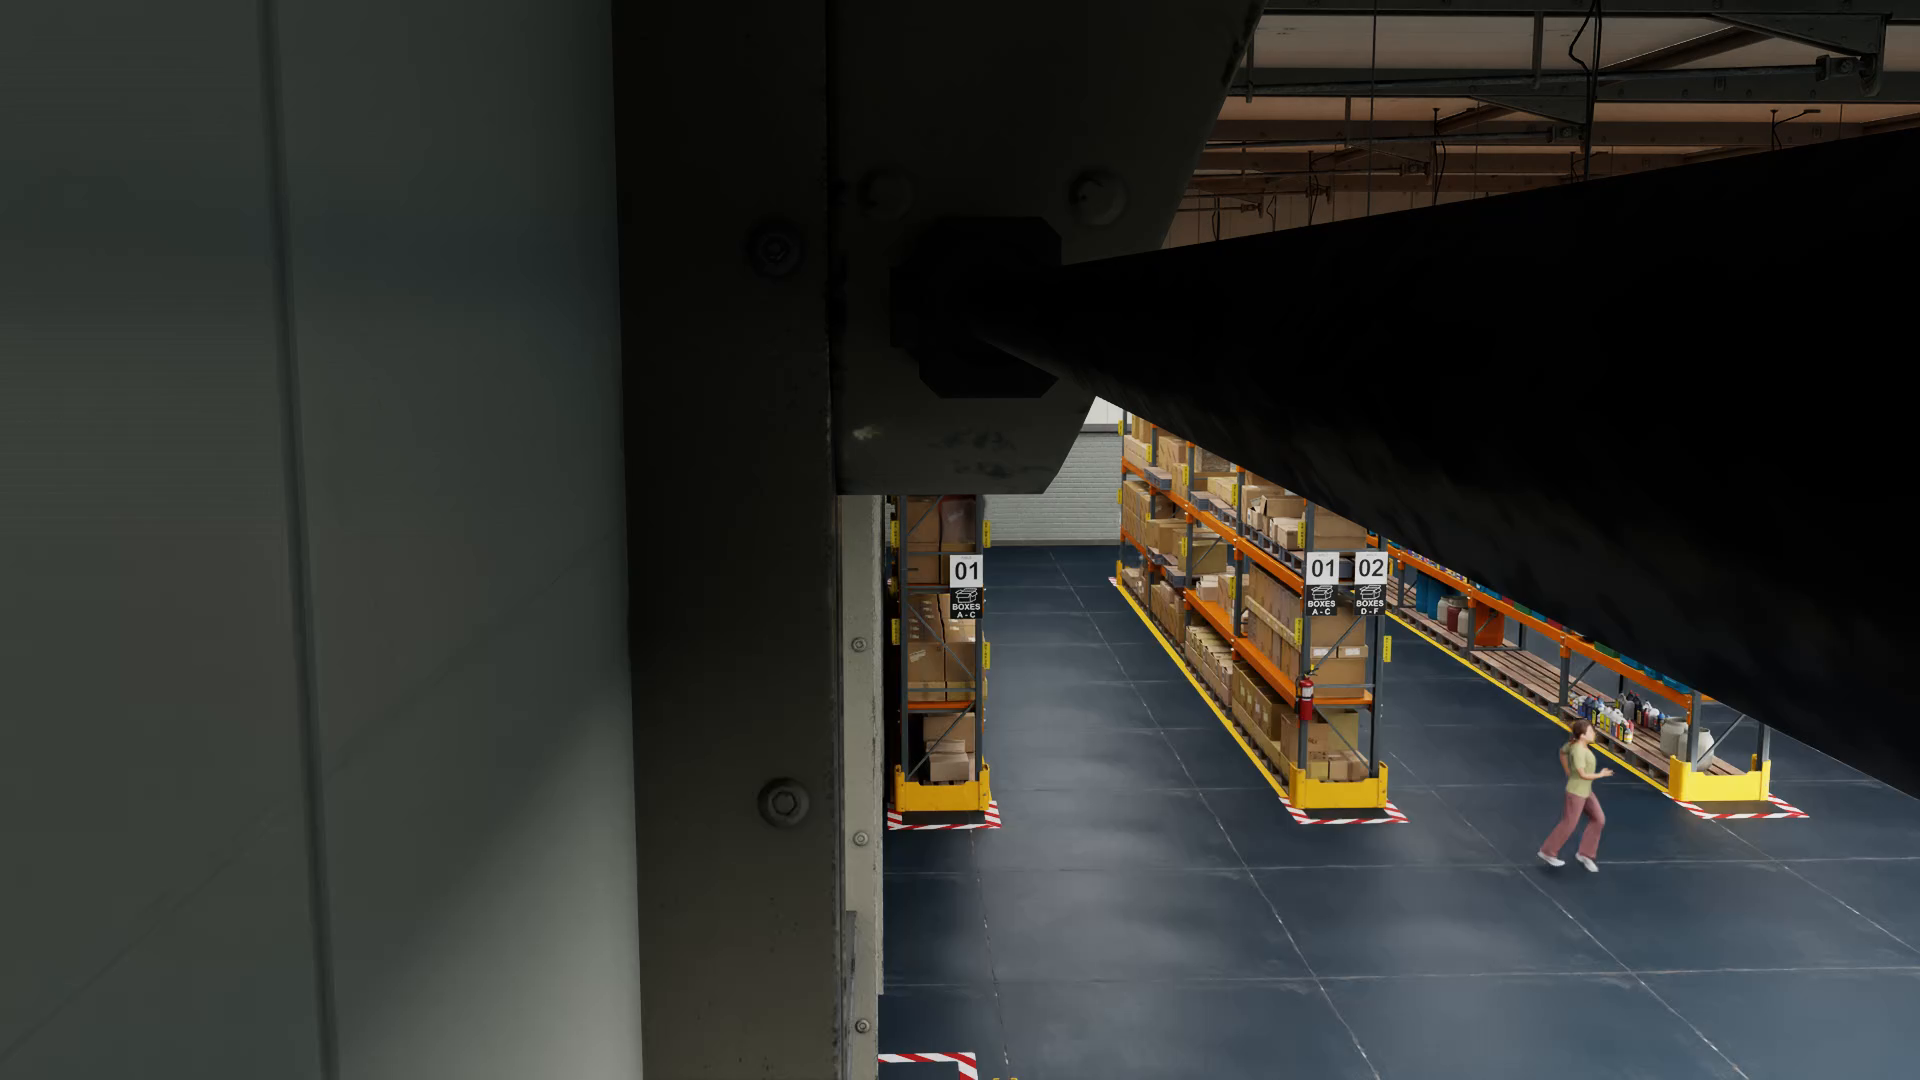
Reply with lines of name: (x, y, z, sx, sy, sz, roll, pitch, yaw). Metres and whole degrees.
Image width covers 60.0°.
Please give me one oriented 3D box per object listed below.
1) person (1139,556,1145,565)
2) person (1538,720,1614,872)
person: (4.301, -0.025, 37.717, 0.556, 1.649, 0.615, 4, 9, 25)
person: (6.781, 2.826, 18.284, 0.742, 1.735, 0.576, 4, 10, 27)
